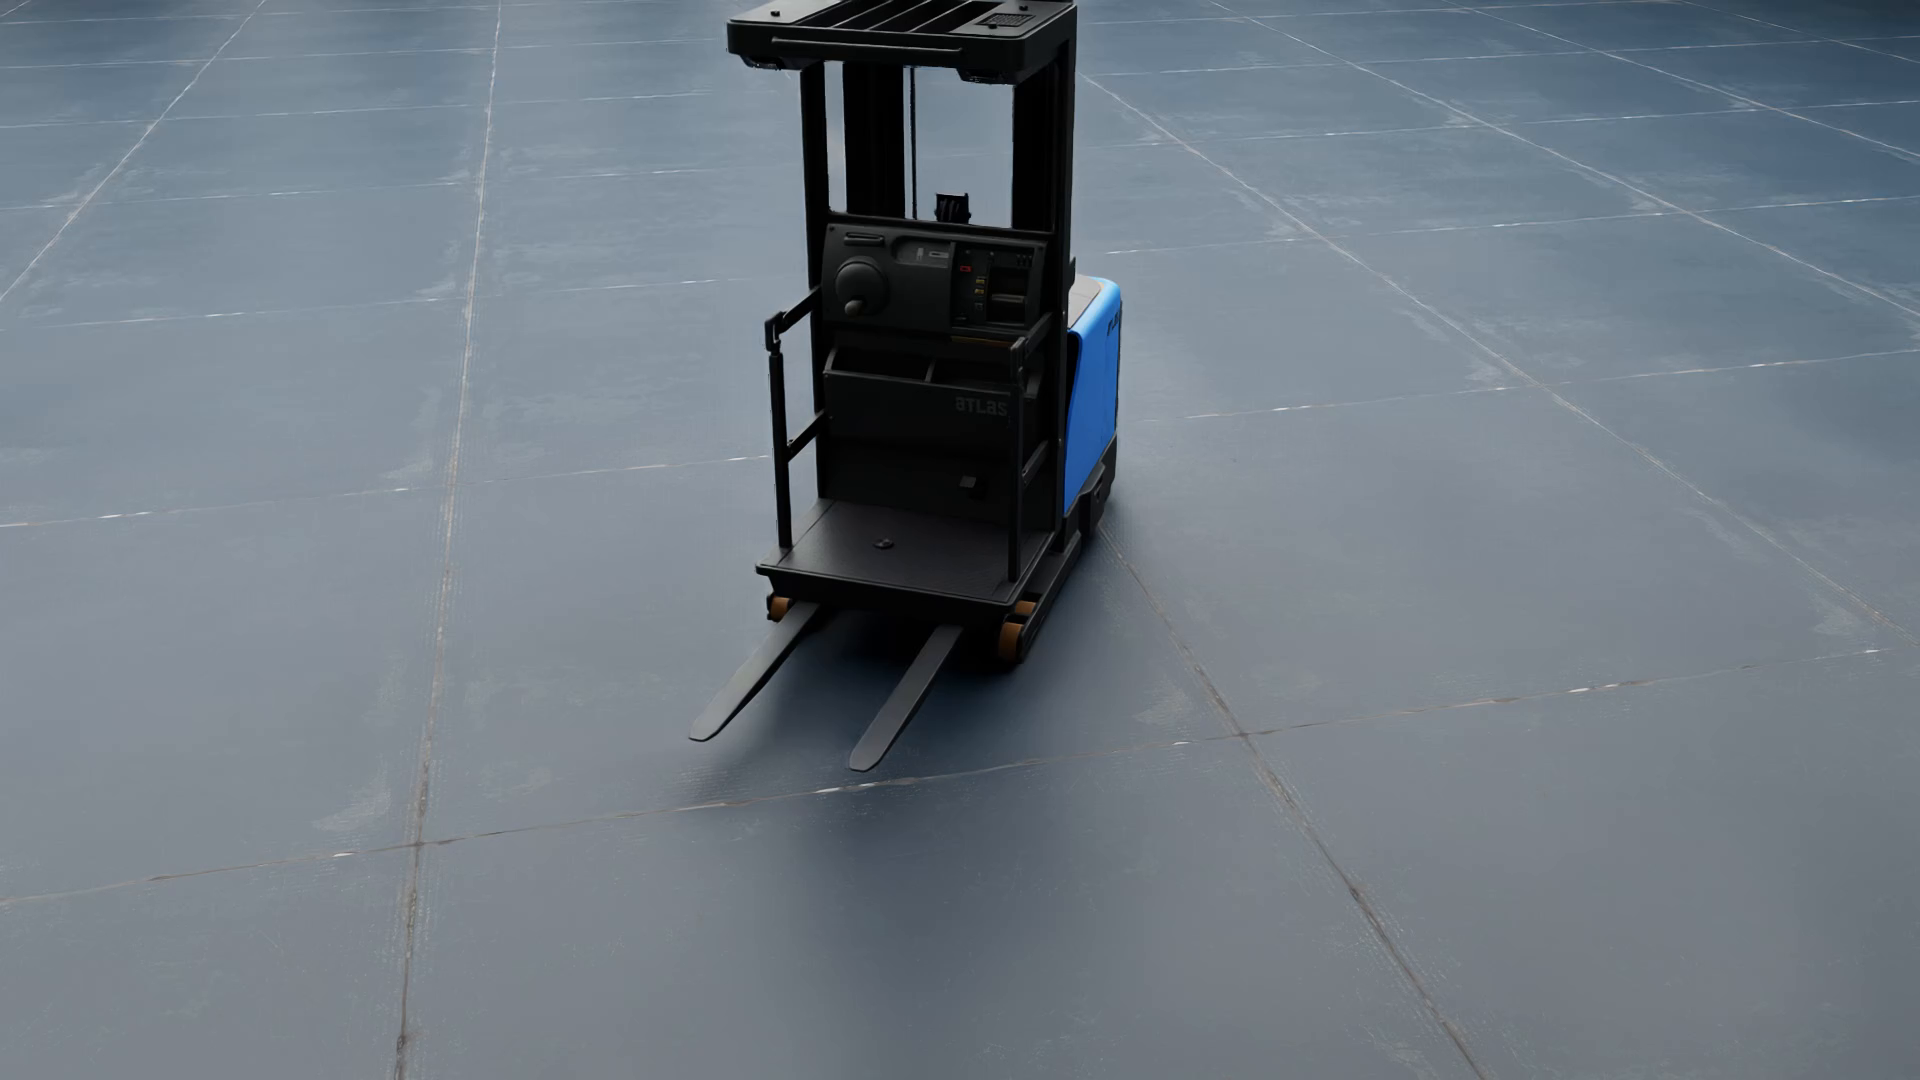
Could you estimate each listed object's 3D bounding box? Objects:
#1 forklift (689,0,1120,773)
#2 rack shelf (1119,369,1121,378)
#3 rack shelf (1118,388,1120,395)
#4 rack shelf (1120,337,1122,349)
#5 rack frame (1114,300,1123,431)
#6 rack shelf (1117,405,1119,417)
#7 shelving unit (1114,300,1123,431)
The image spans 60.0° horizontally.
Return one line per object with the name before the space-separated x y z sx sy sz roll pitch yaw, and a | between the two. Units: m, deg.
forklift | -0.174 -1.012 6.502 1.130 2.935 3.031 8 28 16
rack shelf | 0.640 -0.836 8.282 0.258 0.077 0.200 -9 28 -17
rack shelf | 0.640 -0.756 8.323 0.258 0.077 0.200 -9 28 -17
rack shelf | 0.640 -0.997 8.201 0.258 0.077 0.200 -9 28 -17
rack frame | 0.673 -0.742 8.222 0.240 0.900 0.006 -9 28 -17
rack shelf | 0.640 -0.675 8.363 0.258 0.077 0.200 -9 28 -17
shelving unit | 0.640 -0.785 8.308 0.258 0.900 0.210 -9 28 -17
